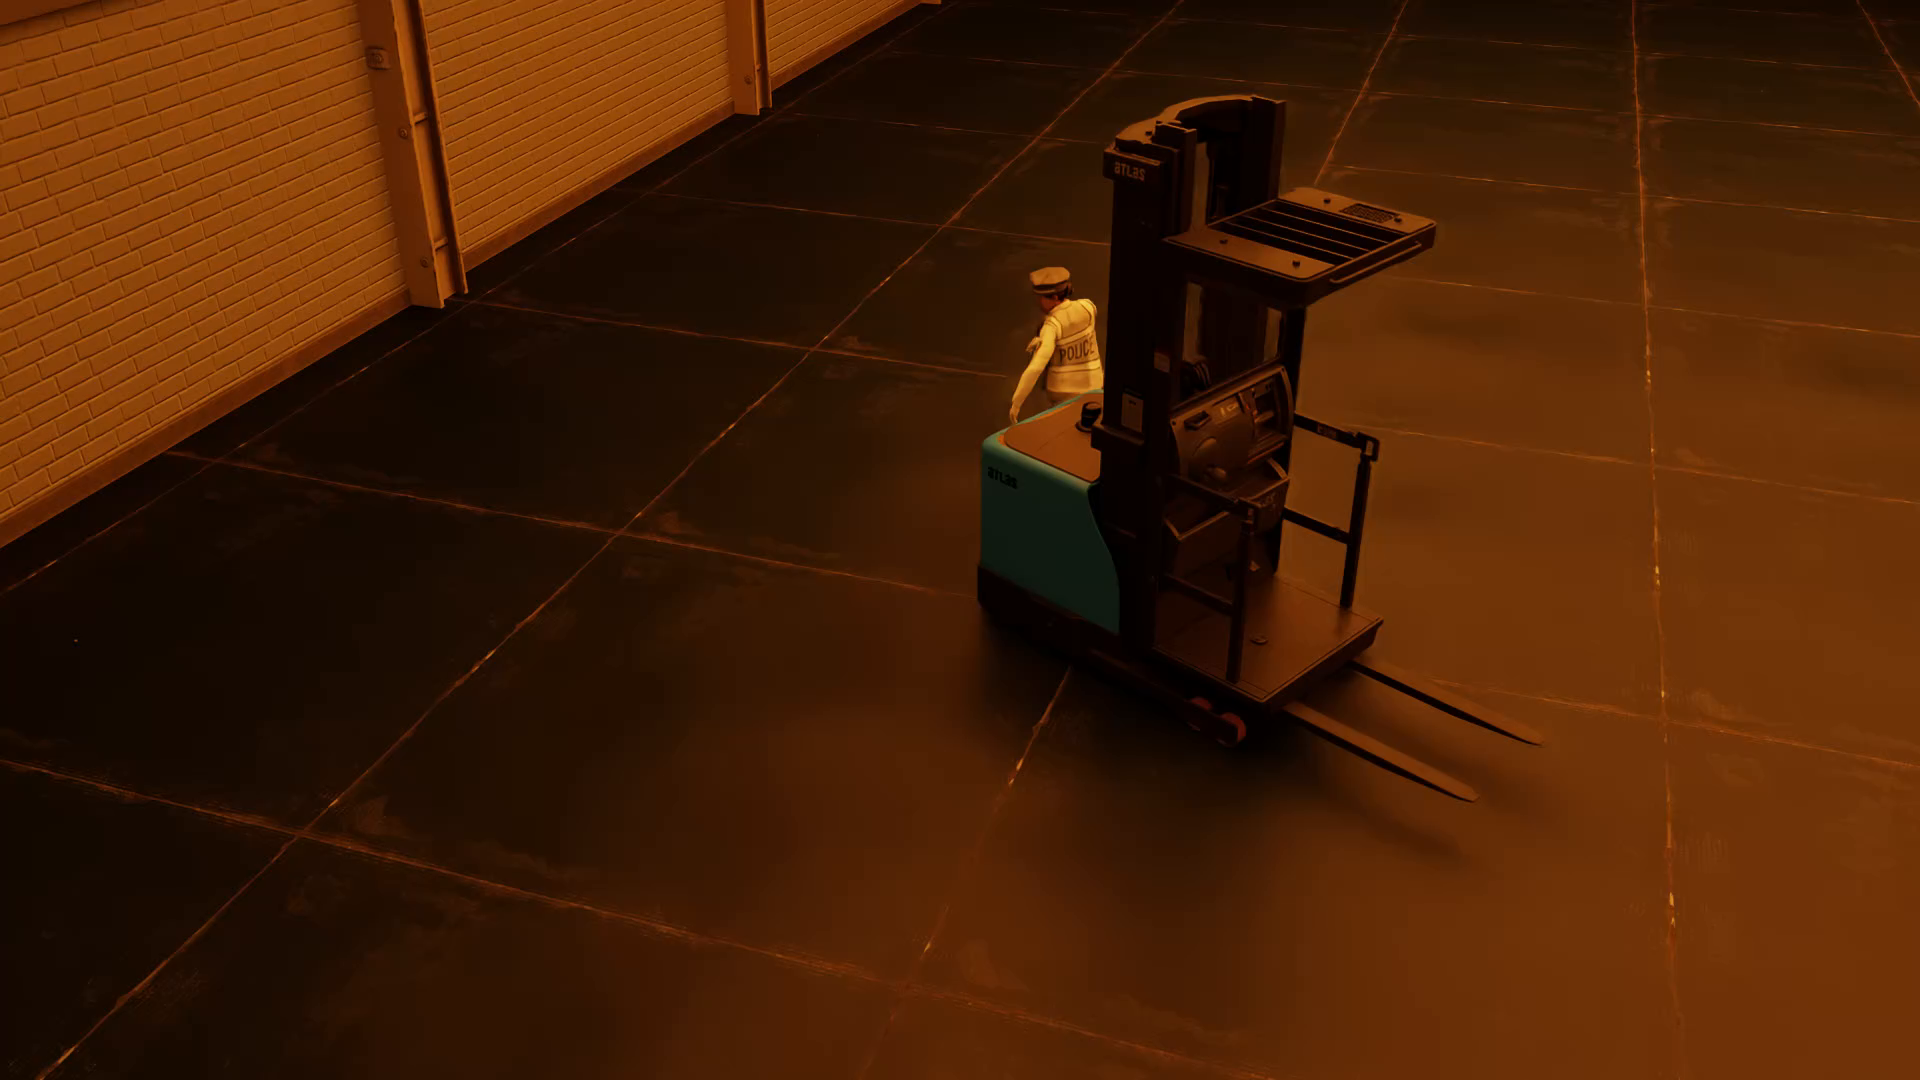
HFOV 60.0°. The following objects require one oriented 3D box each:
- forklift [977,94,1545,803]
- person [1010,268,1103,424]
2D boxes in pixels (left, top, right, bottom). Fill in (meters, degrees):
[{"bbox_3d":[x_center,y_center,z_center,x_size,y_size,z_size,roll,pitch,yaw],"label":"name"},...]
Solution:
[{"bbox_3d":[1.496,-0.535,8.075,3.031,2.935,1.130,26,39,38],"label":"forklift"},{"bbox_3d":[0.608,-0.975,10.418,0.580,1.448,0.860,1,30,2],"label":"person"}]
